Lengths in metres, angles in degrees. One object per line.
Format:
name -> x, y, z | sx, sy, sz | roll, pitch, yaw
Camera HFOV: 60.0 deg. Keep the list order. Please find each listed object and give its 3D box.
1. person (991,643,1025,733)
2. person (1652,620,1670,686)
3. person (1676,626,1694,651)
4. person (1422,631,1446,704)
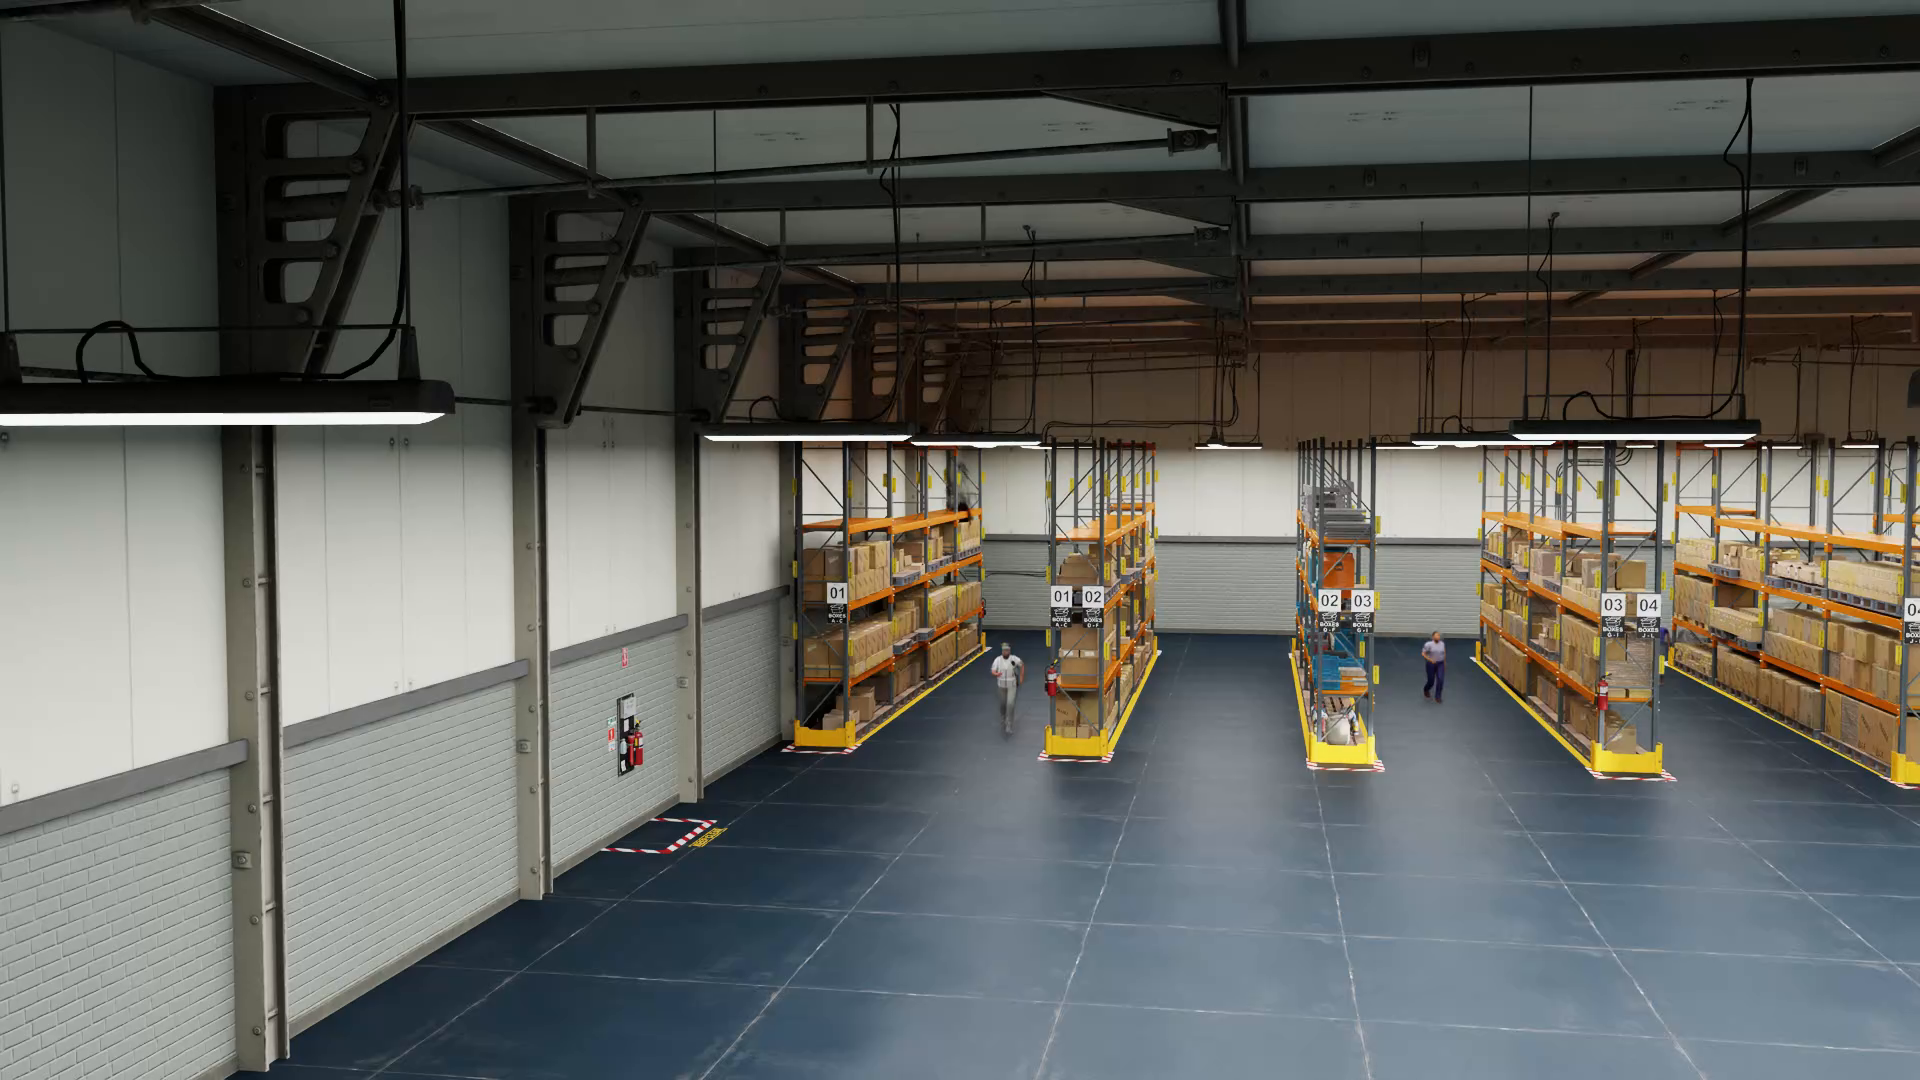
person -> 0.985, 3.020, 34.339 | 0.671, 1.825, 0.964 | 1, 3, 11
person -> 17.254, 2.730, 41.154 | 0.587, 1.684, 0.901 | 1, 3, 13
person -> 20.008, 2.448, 45.734 | 0.719, 1.818, 0.684 | 0, 3, 6
person -> 10.875, 2.902, 38.108 | 0.611, 1.645, 0.816 | 0, 3, -3
